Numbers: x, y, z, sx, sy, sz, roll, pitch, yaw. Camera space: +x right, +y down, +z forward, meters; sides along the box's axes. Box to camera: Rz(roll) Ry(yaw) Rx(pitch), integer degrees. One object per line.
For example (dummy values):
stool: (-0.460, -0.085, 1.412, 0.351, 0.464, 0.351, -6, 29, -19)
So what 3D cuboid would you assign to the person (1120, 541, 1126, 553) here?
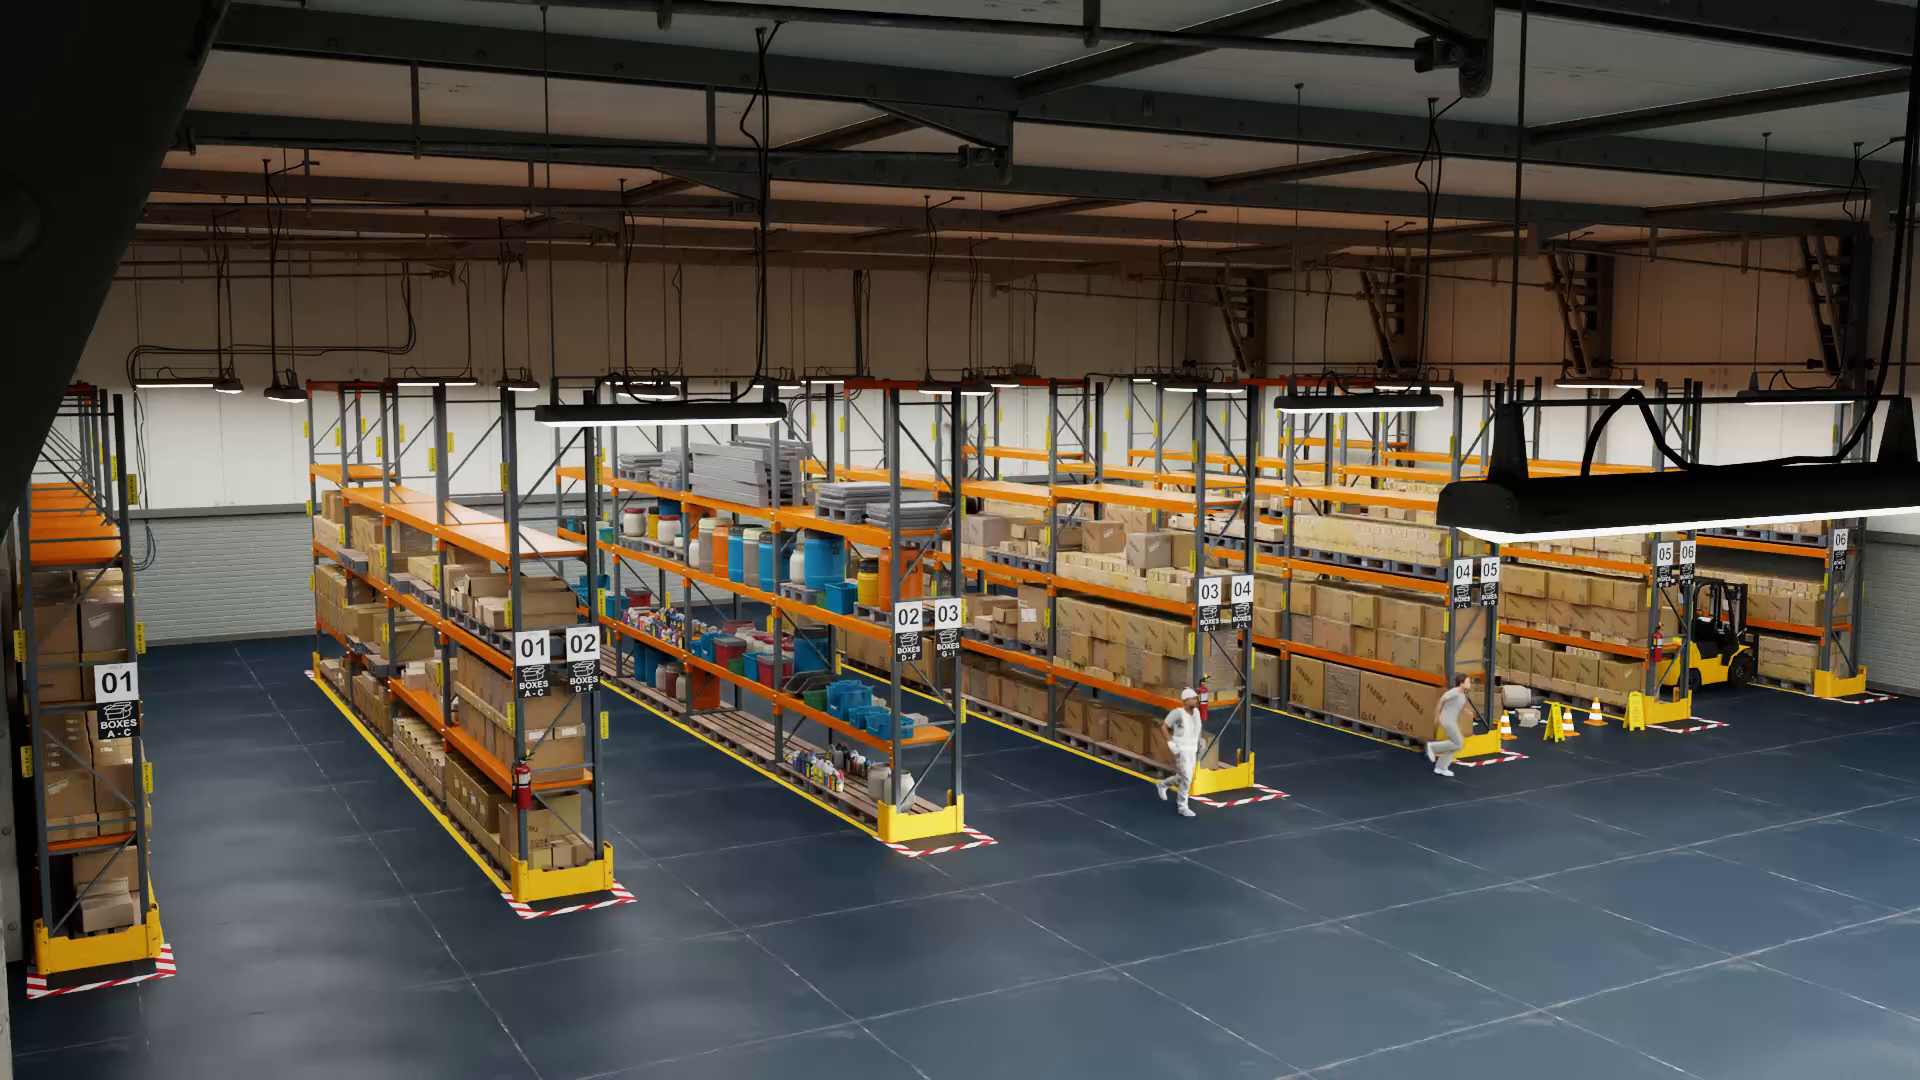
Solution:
person: (4.346, 0.730, 44.438, 0.958, 1.745, 0.758, -1, 6, -8)

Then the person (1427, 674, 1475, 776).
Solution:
person: (7.564, 2.833, 25.606, 0.691, 1.597, 0.546, 3, 7, 27)

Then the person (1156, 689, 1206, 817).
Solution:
person: (3.166, 2.971, 23.546, 0.733, 1.741, 0.764, -6, 8, -43)
